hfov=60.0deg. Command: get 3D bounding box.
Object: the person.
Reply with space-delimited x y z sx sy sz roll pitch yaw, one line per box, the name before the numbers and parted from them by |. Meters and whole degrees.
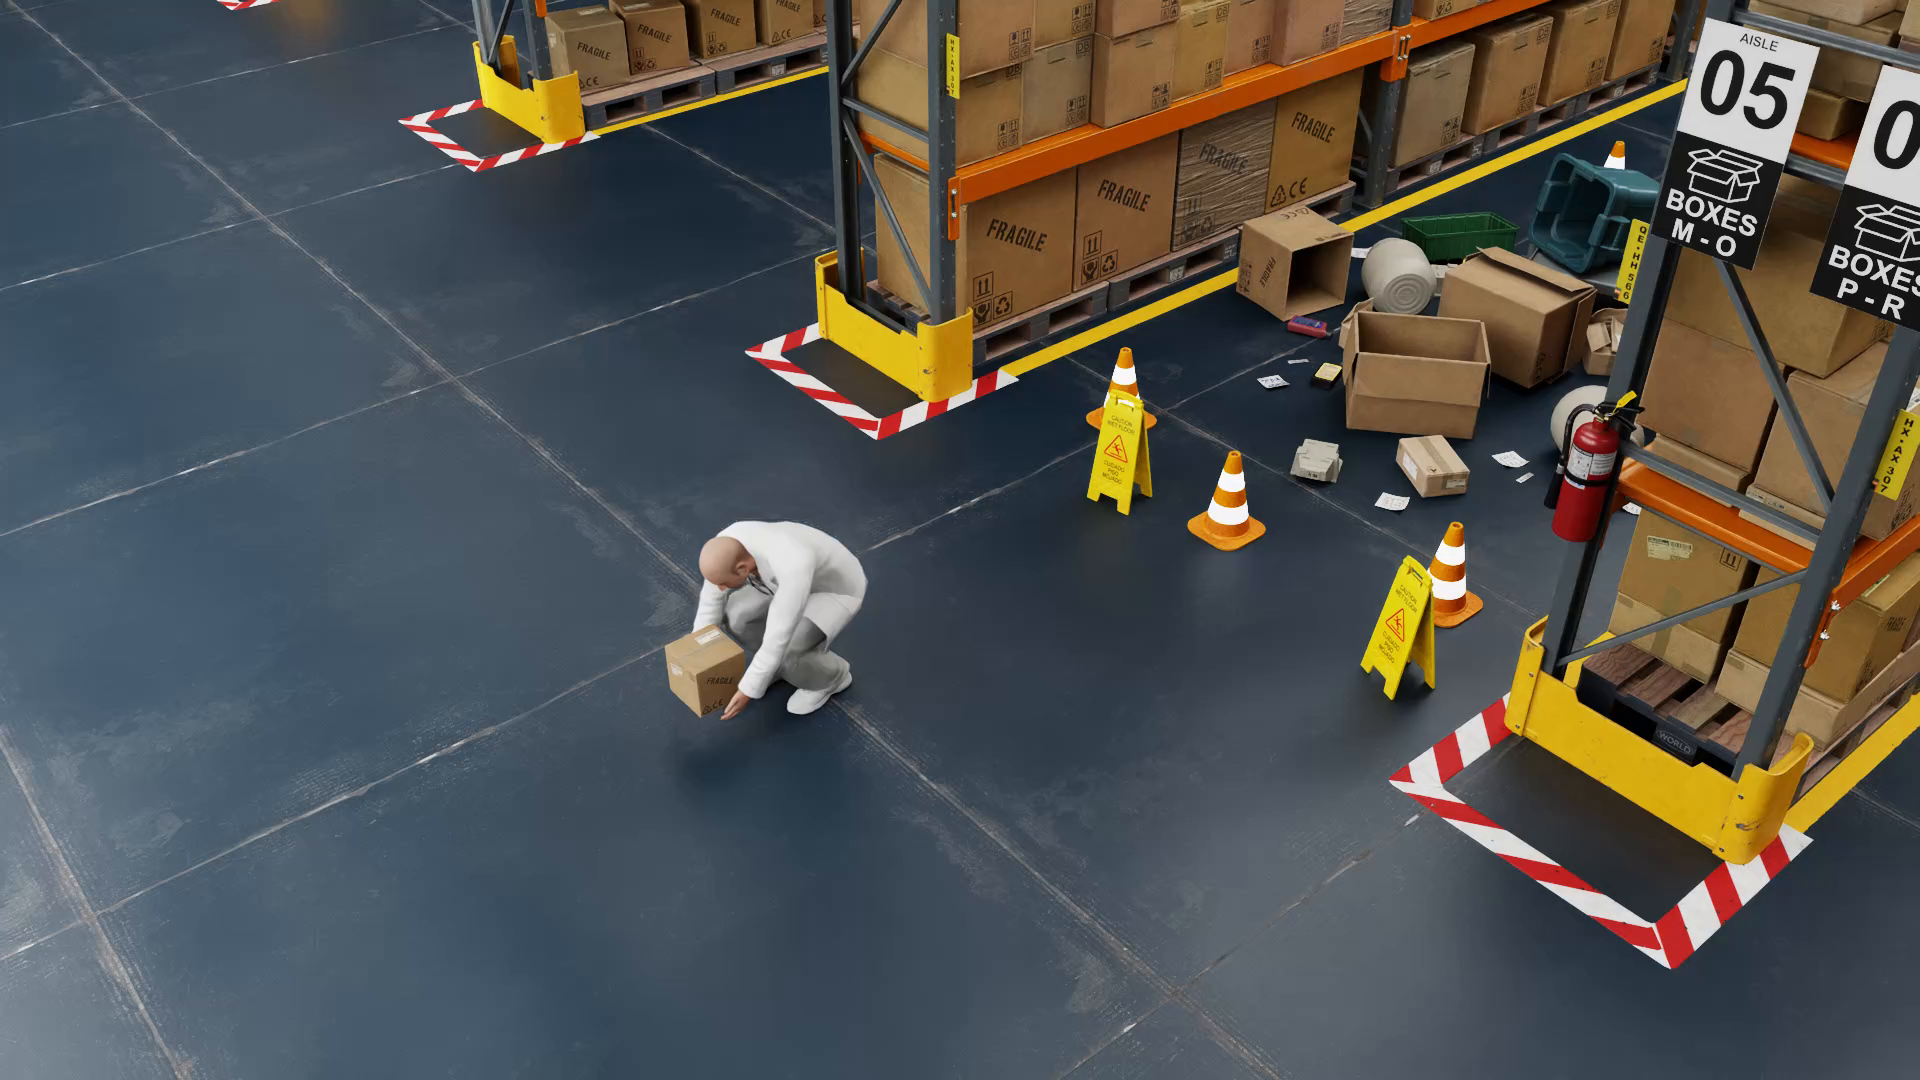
person | -0.802 0.301 7.330 0.896 1.016 0.607 -26 43 -32
